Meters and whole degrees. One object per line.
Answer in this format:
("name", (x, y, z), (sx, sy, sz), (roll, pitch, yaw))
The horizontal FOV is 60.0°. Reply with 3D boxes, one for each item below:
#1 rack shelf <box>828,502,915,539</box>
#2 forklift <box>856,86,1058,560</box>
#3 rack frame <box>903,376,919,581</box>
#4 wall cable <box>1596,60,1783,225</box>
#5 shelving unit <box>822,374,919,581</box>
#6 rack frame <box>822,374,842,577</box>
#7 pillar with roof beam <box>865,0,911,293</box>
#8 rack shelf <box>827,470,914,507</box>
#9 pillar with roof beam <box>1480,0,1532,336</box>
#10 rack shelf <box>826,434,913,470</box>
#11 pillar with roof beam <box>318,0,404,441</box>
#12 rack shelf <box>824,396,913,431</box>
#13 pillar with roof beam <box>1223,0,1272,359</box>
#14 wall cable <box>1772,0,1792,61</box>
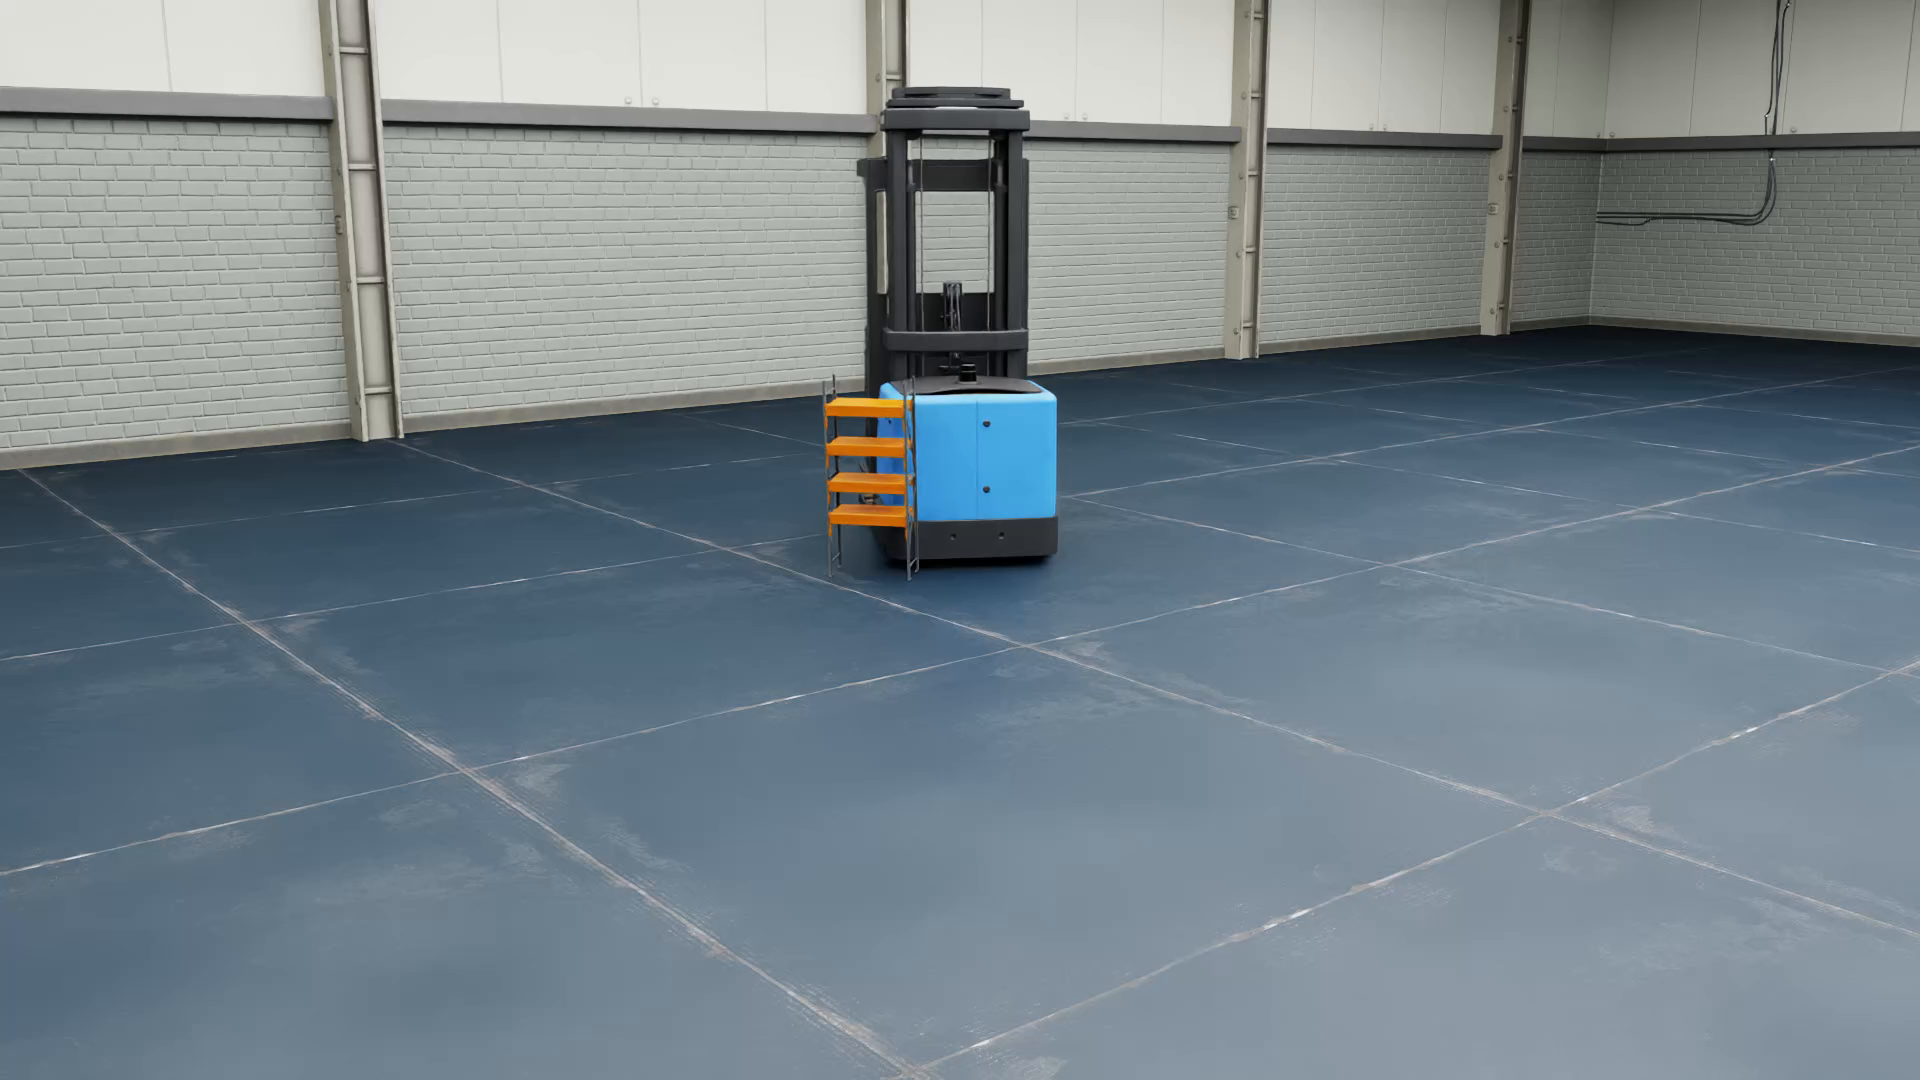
("rack shelf", (-0.527, -0.119, 10.038), (0.480, 0.148, 0.258), (2, 16, 12))
("forklift", (-0.123, -1.564, 11.438), (1.130, 2.935, 3.031), (-2, 12, -9))
("rack frame", (-0.291, -0.365, 9.918), (0.015, 1.200, 0.240), (2, 16, 12))
("wall cable", (11.696, -6.351, 26.851), (0.112, 2.526, 3.097), (-9, 15, -38))
("shelving unit", (-0.530, -0.375, 9.967), (0.503, 1.200, 0.258), (2, 16, 12))
("rack frame", (-0.769, -0.385, 10.016), (0.015, 1.200, 0.240), (2, 16, 12))
("pillar with roof beam", (1.888, -5.447, 15.117), (0.400, 9.000, 9.100), (-9, 15, -38))
("rack shelf", (-0.529, -0.310, 9.985), (0.480, 0.148, 0.258), (2, 16, 12))
("pillar with roof beam", (11.259, -7.004, 22.450), (0.400, 9.000, 9.100), (-9, 15, -38))
("rack shelf", (-0.532, -0.525, 9.925), (0.480, 0.148, 0.258), (2, 16, 12))
("pillar with roof beam", (-2.797, -4.669, 11.450), (0.400, 9.000, 9.100), (-9, 15, -38))
("rack shelf", (-0.536, -0.753, 9.861), (0.480, 0.148, 0.258), (2, 16, 12))
("pillar with roof beam", (6.574, -6.226, 18.783), (0.400, 9.000, 9.100), (-9, 15, -38))
("wall cable", (13.386, -8.383, 24.260), (0.112, 2.526, 3.097), (-9, 15, -38))
